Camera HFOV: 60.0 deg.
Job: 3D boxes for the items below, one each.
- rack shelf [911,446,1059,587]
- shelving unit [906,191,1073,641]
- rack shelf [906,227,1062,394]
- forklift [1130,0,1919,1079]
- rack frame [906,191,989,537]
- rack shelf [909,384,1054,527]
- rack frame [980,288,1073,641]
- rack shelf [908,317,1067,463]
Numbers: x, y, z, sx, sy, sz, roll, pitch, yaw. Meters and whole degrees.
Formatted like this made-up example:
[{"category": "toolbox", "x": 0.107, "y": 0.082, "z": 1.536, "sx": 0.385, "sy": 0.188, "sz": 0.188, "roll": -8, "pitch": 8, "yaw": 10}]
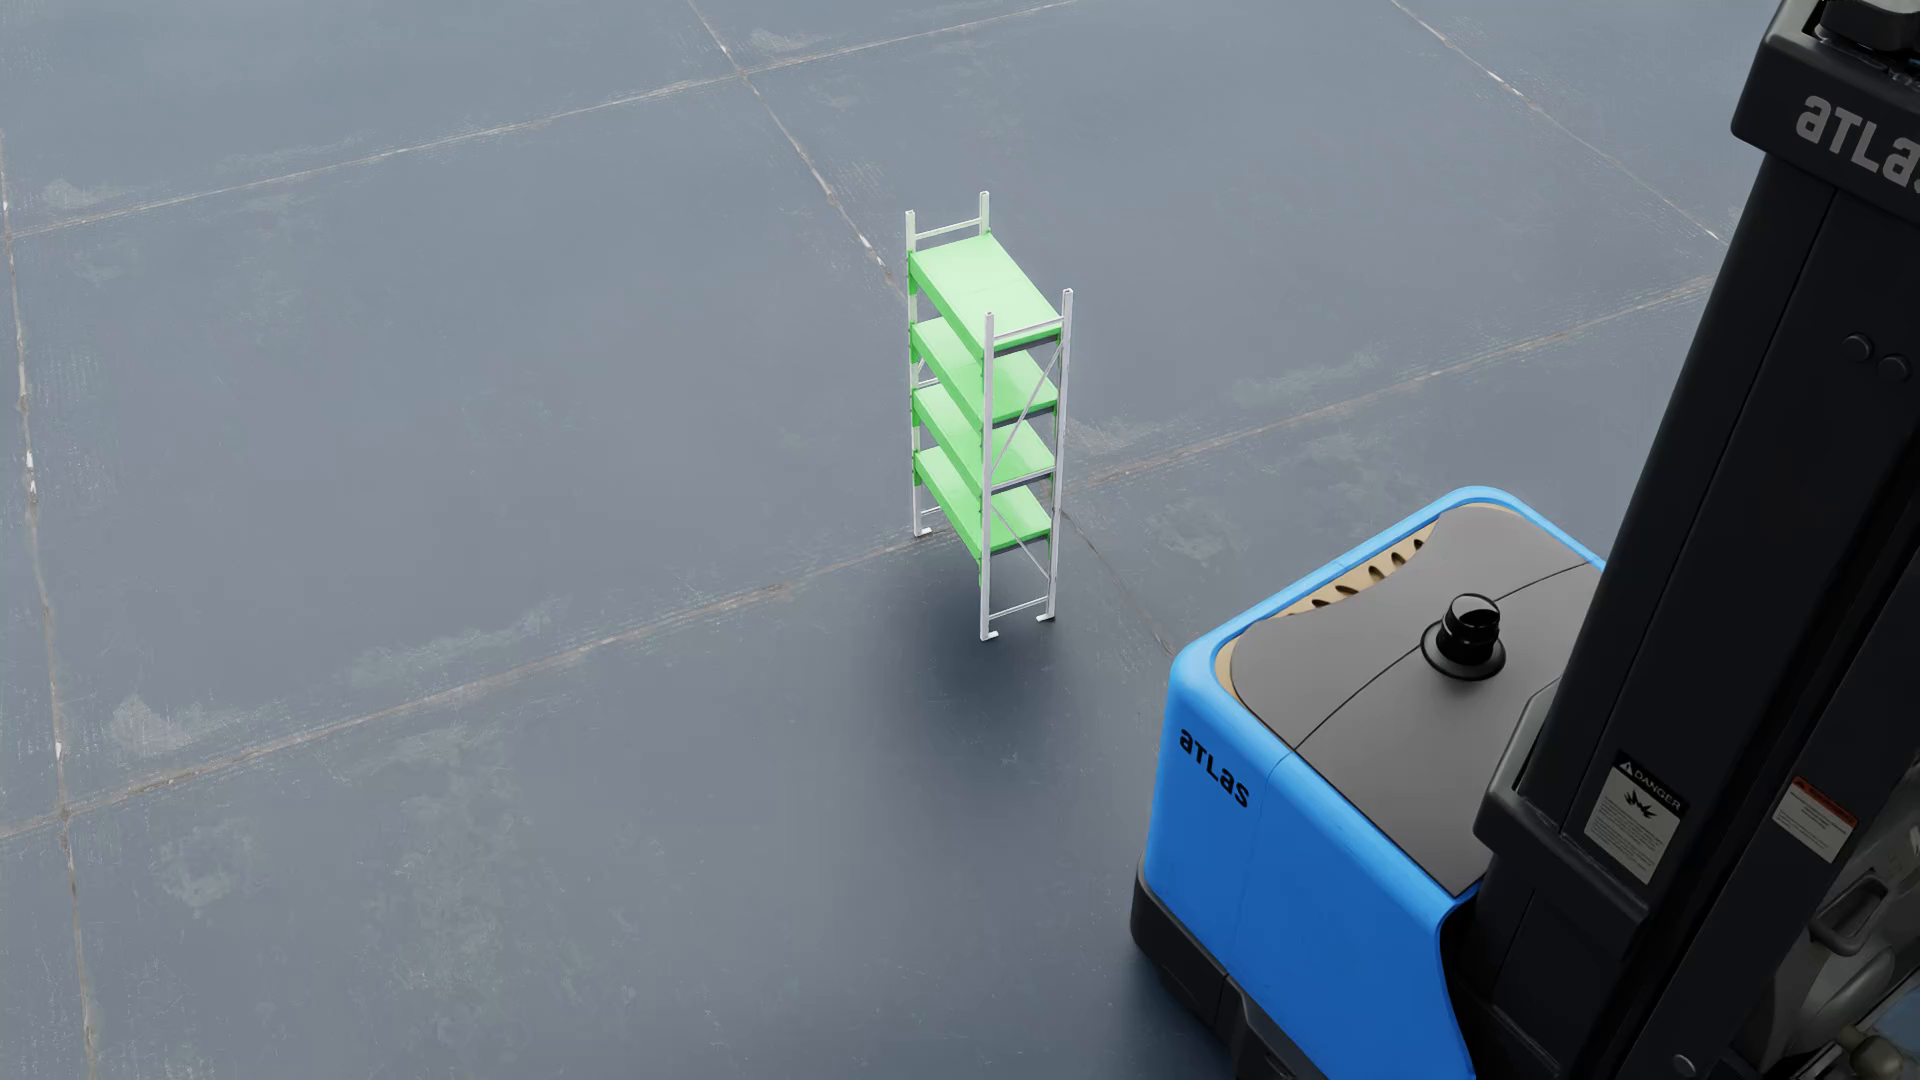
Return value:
[{"category": "rack shelf", "x": 0.070, "y": -0.105, "z": 4.935, "sx": 0.258, "sy": 0.148, "sz": 0.480, "roll": -18, "pitch": 47, "yaw": -17}, {"category": "shelving unit", "x": 0.070, "y": -0.322, "z": 4.722, "sx": 0.258, "sy": 1.200, "sz": 0.503, "roll": -18, "pitch": 47, "yaw": -17}, {"category": "rack shelf", "x": 0.070, "y": -0.618, "z": 4.429, "sx": 0.258, "sy": 0.148, "sz": 0.480, "roll": -18, "pitch": 47, "yaw": -17}, {"category": "forklift", "x": 1.694, "y": 0.607, "z": 2.548, "sx": 1.130, "sy": 2.935, "sz": 3.031, "roll": -27, "pitch": 51, "yaw": -25}, {"category": "rack frame", "x": -0.033, "y": -0.477, "z": 4.879, "sx": 0.240, "sy": 1.200, "sz": 0.015, "roll": -18, "pitch": 47, "yaw": -17}, {"category": "rack shelf", "x": 0.070, "y": -0.276, "z": 4.767, "sx": 0.258, "sy": 0.148, "sz": 0.480, "roll": -18, "pitch": 47, "yaw": -17}, {"category": "rack frame", "x": 0.172, "y": -0.166, "z": 4.564, "sx": 0.240, "sy": 1.200, "sz": 0.015, "roll": -18, "pitch": 47, "yaw": -17}, {"category": "rack shelf", "x": 0.070, "y": -0.447, "z": 4.598, "sx": 0.258, "sy": 0.148, "sz": 0.480, "roll": -18, "pitch": 47, "yaw": -17}]
